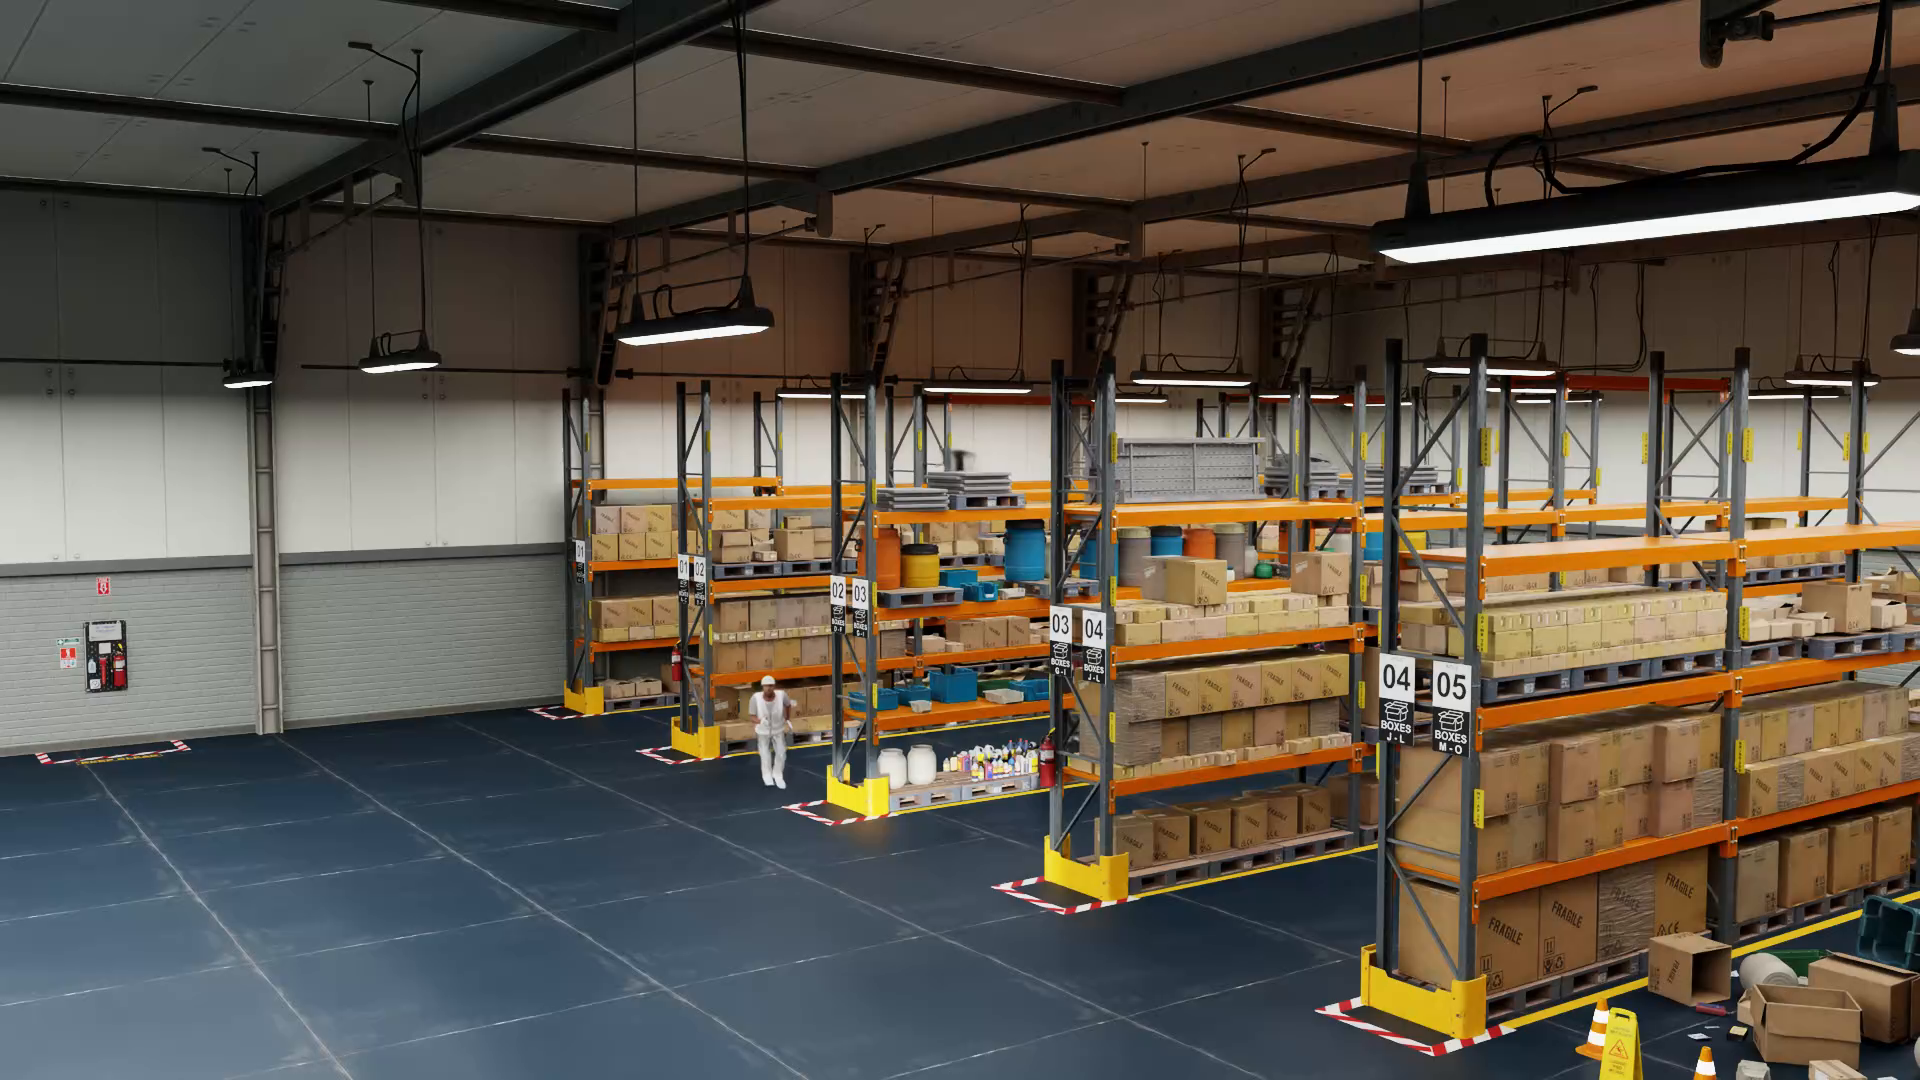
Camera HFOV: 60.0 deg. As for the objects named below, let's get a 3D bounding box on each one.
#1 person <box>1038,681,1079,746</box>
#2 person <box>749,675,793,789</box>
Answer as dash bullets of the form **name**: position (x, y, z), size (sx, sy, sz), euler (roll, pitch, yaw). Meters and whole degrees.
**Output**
- **person**: position (1.643, 2.601, 27.339), size (0.844, 1.534, 0.492), euler (-1, 4, -22)
- **person**: position (-2.724, 2.765, 23.962), size (0.633, 1.675, 0.853), euler (0, 4, -7)
